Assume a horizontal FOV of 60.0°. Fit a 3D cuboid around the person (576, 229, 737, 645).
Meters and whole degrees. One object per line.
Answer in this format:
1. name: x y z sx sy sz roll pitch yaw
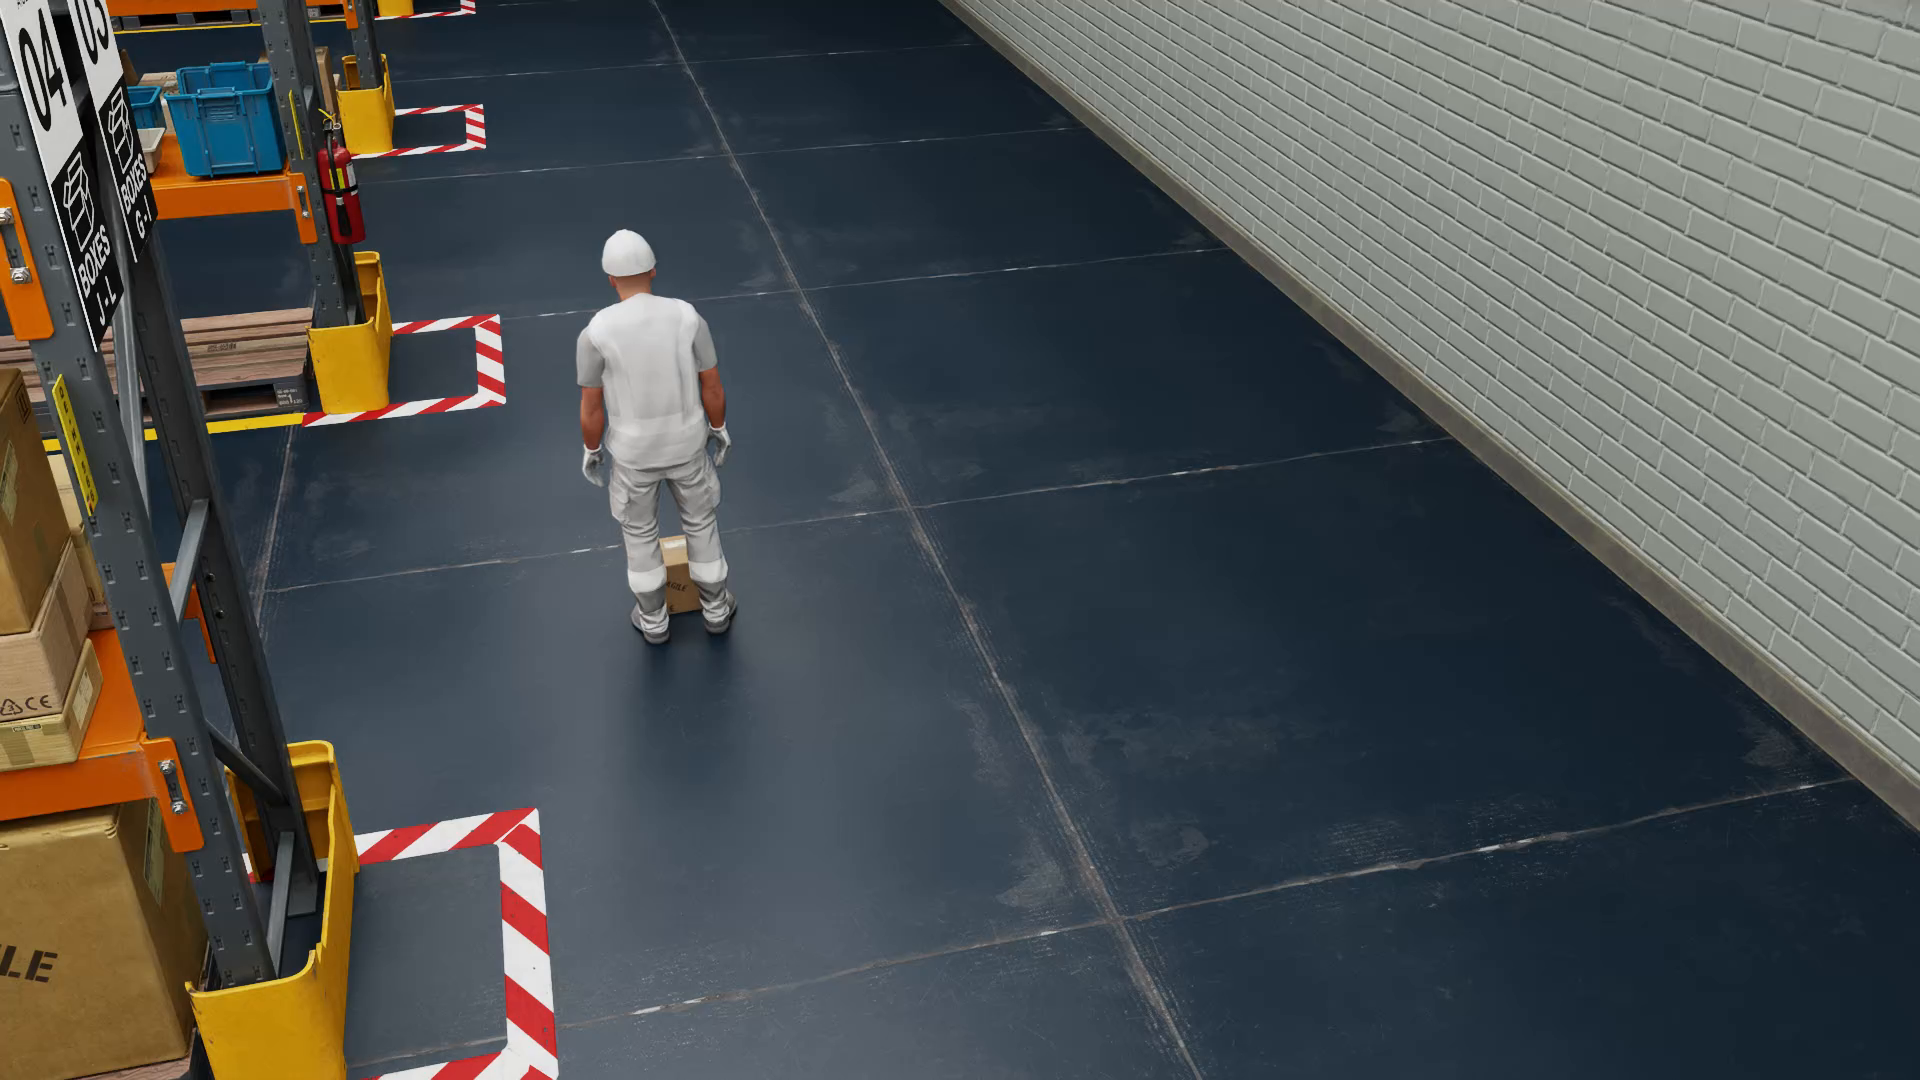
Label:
1. person: -1.241 -0.391 6.794 0.615 1.778 0.453 -10 31 -16
